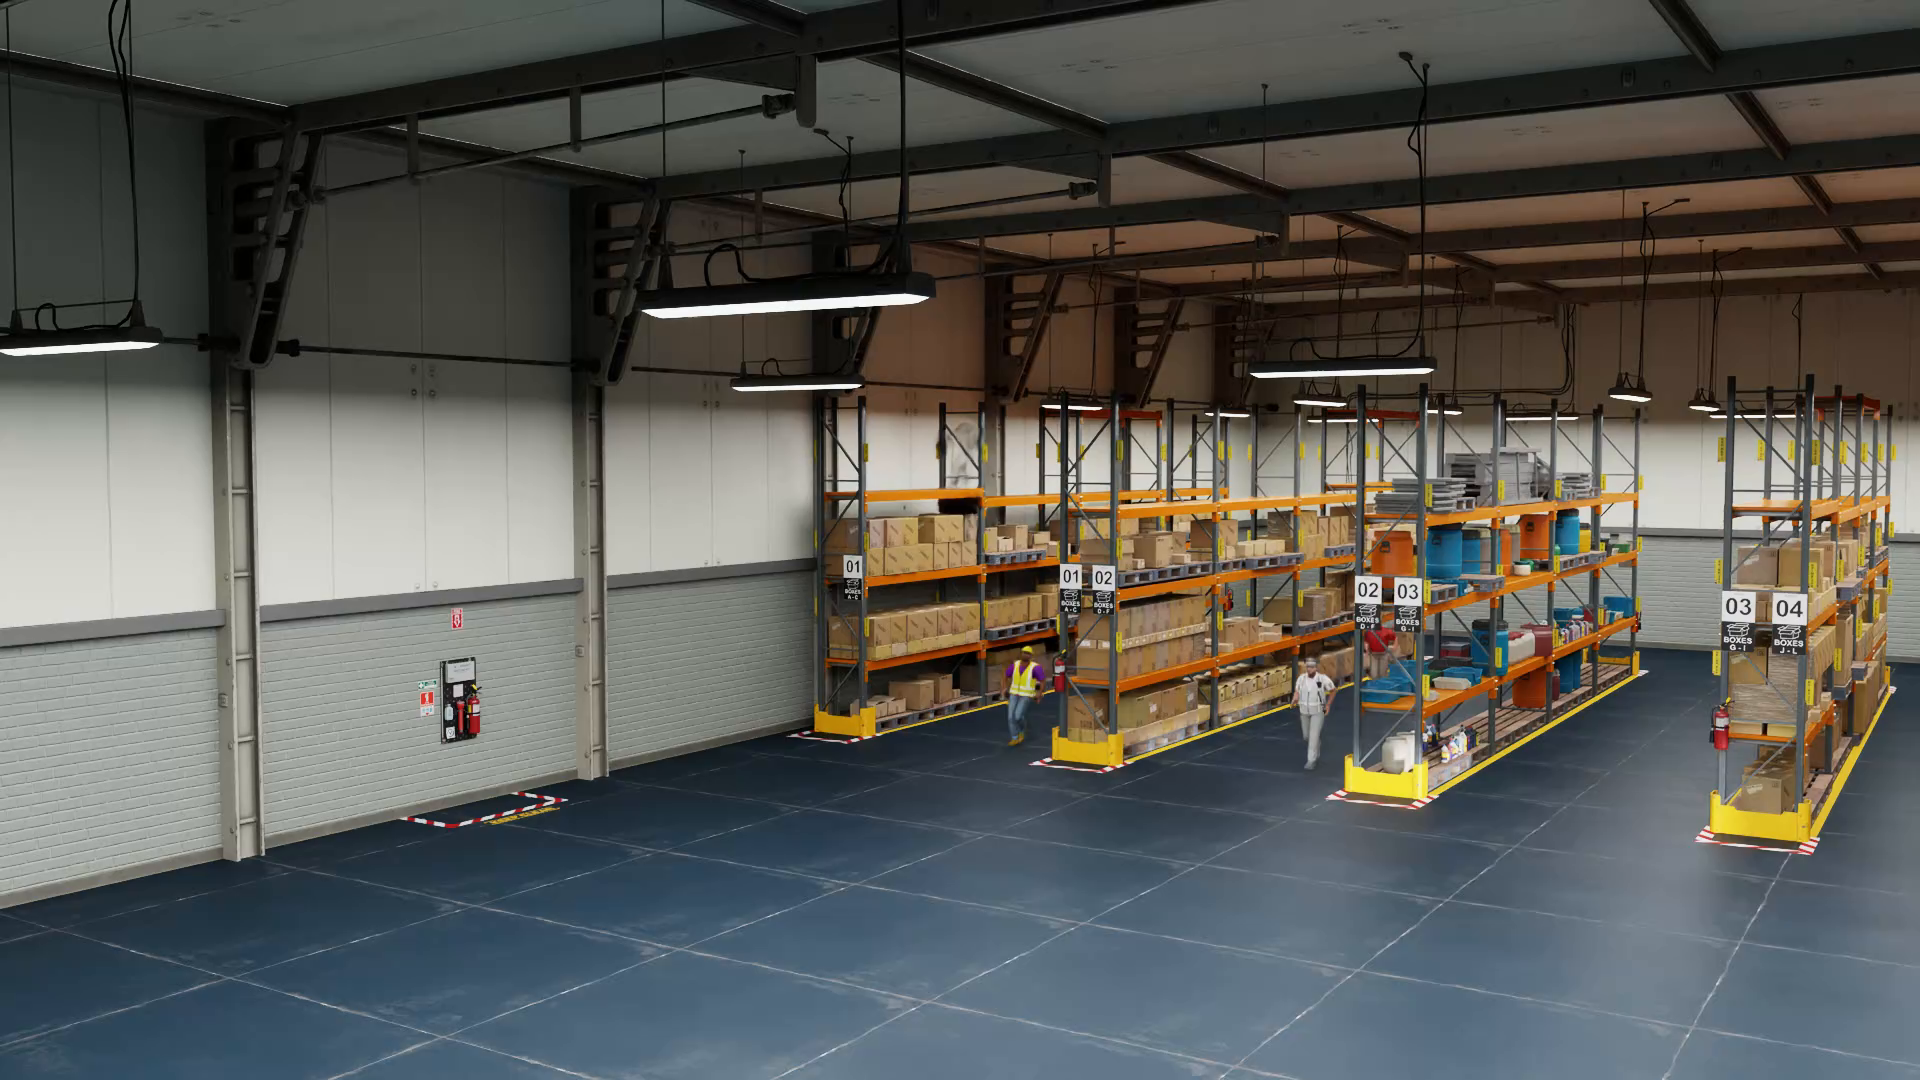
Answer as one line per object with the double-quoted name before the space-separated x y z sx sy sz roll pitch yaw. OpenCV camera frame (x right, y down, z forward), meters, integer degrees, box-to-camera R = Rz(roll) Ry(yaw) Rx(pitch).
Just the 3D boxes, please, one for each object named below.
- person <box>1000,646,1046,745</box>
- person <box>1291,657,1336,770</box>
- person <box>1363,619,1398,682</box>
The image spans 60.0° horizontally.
"person" 1.033 2.668 28.388 0.761 1.699 0.525 2 3 28
"person" 5.669 2.736 26.584 0.654 1.756 0.897 2 4 33
"person" 8.524 2.394 33.803 0.678 1.694 0.650 2 4 32
